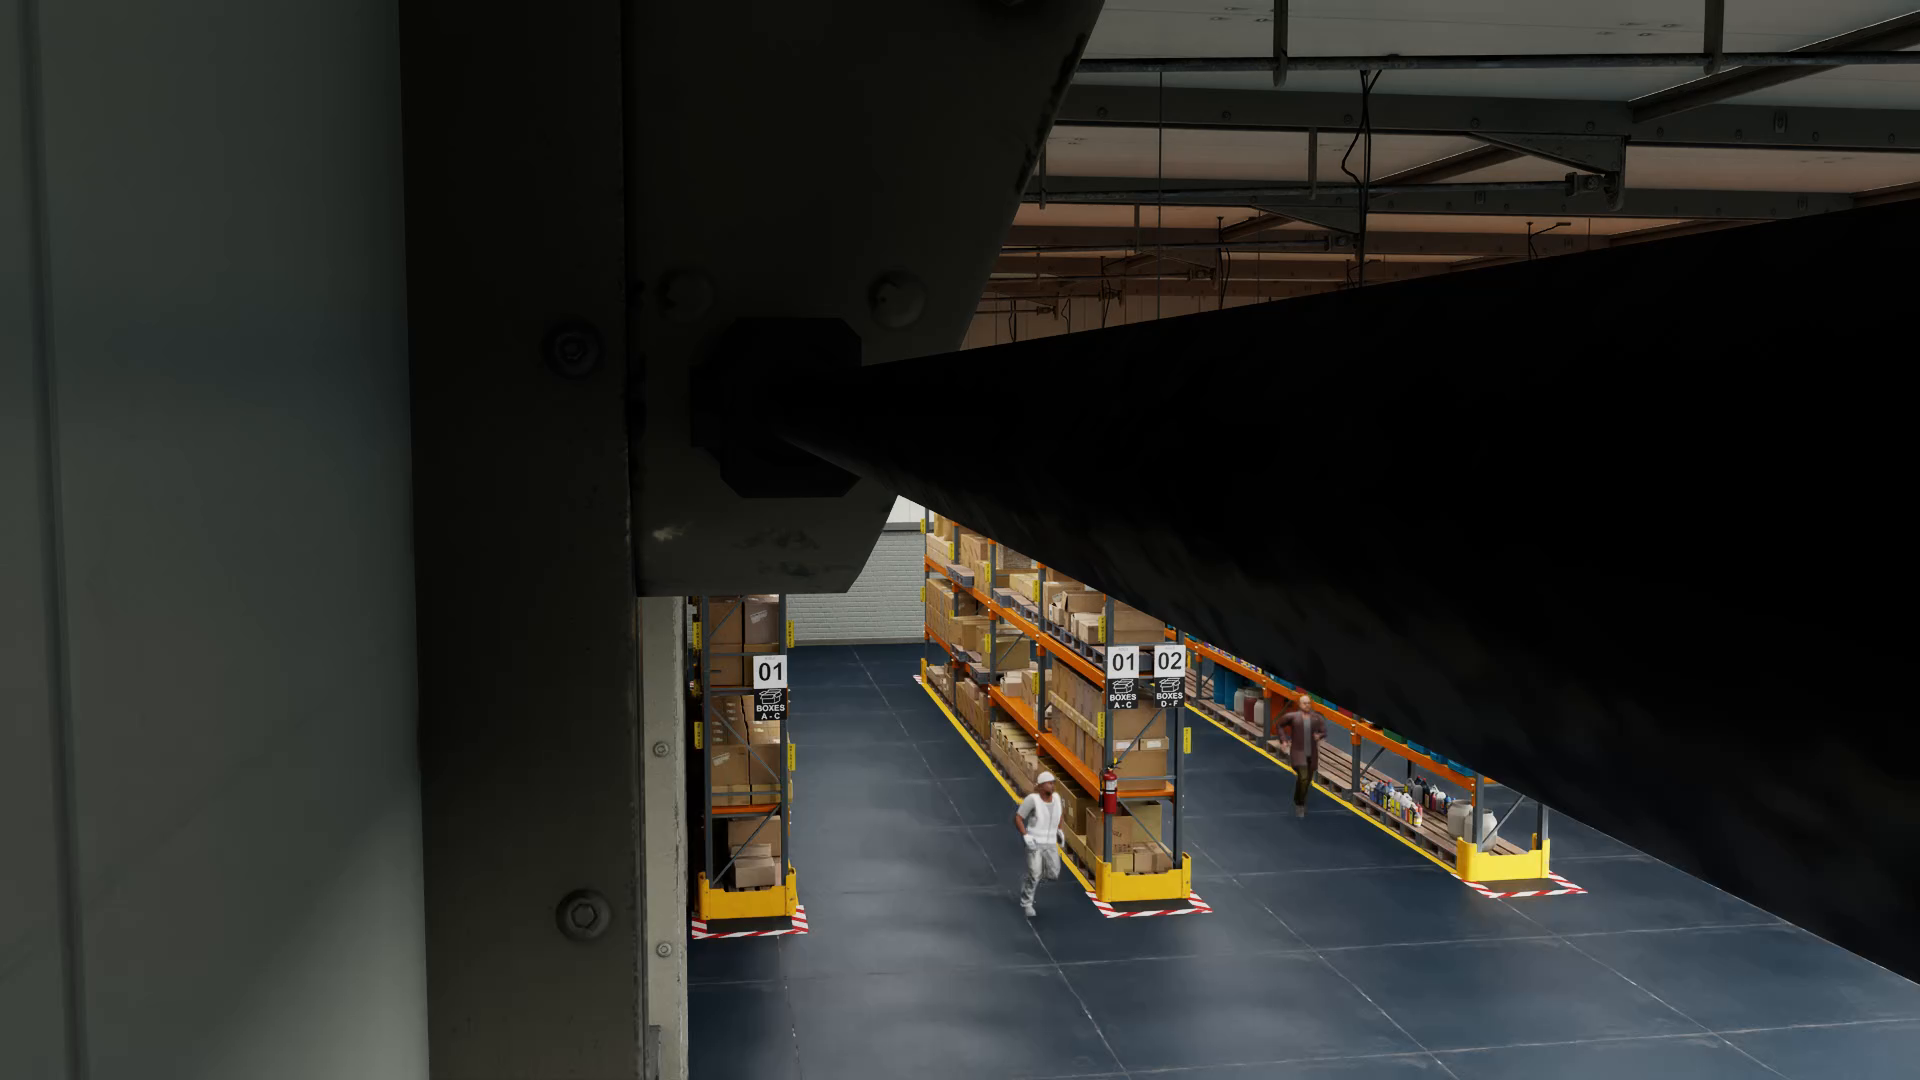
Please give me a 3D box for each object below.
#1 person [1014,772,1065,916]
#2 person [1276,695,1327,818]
[{"bbox_3d":[1.003,3.690,20.336,0.743,1.722,0.554,-3,6,-30],"label":"person"},{"bbox_3d":[5.167,3.252,25.014,0.673,1.836,0.814,-1,5,-13],"label":"person"}]
